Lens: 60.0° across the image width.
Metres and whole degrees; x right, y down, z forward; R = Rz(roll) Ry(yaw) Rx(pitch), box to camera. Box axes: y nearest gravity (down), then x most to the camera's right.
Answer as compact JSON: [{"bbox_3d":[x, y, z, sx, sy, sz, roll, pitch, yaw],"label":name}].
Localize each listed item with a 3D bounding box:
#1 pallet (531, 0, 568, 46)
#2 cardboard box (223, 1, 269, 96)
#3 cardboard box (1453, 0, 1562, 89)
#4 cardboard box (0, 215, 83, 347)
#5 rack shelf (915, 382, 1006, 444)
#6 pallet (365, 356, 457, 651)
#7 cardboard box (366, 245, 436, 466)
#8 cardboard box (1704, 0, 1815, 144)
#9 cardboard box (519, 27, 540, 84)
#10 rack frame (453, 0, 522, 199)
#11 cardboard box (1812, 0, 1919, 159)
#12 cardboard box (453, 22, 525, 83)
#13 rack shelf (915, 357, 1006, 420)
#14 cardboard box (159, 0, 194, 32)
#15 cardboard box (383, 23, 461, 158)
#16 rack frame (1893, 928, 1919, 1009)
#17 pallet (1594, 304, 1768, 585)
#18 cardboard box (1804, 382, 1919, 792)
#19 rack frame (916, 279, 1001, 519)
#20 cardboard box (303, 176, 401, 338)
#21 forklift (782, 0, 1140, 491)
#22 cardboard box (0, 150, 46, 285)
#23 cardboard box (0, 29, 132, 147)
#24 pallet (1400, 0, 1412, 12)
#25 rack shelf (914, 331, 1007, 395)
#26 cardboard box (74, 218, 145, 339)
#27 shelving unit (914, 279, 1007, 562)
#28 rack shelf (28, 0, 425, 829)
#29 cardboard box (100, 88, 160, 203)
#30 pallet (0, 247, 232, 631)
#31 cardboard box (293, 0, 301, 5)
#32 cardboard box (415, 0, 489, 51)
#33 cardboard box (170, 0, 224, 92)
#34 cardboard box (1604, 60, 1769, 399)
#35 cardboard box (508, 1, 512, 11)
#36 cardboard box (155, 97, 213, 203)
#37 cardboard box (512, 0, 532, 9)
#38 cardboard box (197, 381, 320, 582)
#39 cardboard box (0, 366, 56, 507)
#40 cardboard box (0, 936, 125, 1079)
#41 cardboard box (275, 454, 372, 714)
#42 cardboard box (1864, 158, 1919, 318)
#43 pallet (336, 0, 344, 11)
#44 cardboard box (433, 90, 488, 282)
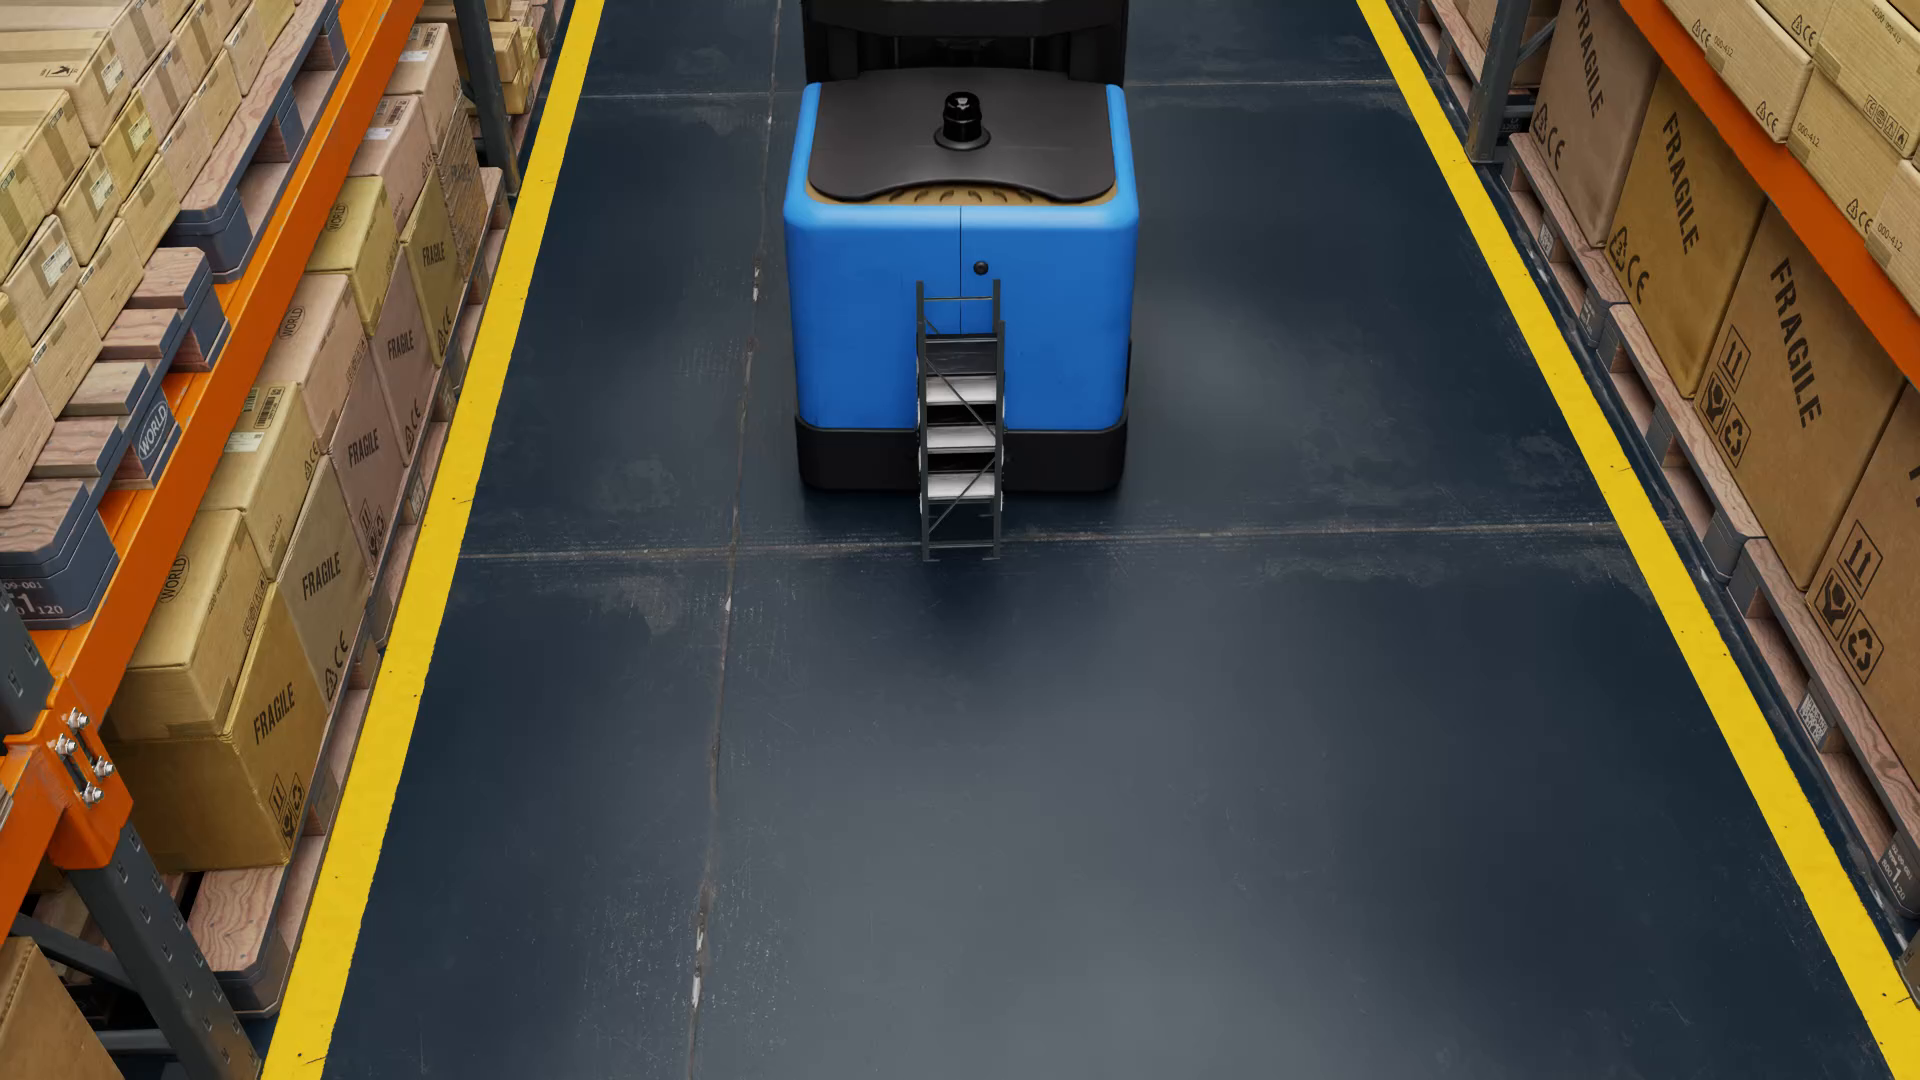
[{"bbox_3d":[-2.423,-2.770,8.116,1.003,0.211,1.213,-2,43,-2],"label":"pallet"},{"bbox_3d":[-2.020,-1.261,4.281,0.380,0.149,0.250,-3,43,-3],"label":"cardboard box"},{"bbox_3d":[2.718,-2.368,7.199,0.875,0.438,0.875,-2,43,-2],"label":"cardboard box"},{"bbox_3d":[-1.968,-0.507,3.238,0.380,0.149,0.250,0,43,0],"label":"cardboard box"},{"bbox_3d":[0.000,-0.379,4.914,0.258,0.077,0.200,-2,43,-2],"label":"rack shelf"},{"bbox_3d":[-2.215,-0.141,5.248,1.003,0.211,1.213,-2,43,-2],"label":"pallet"},{"bbox_3d":[-1.982,-0.569,5.190,0.500,0.500,0.500,-3,43,-3],"label":"cardboard box"},{"bbox_3d":[2.433,-1.337,4.600,0.500,0.250,0.500,-2,43,-2],"label":"cardboard box"},{"bbox_3d":[-2.010,-2.059,7.075,0.380,0.149,0.250,0,43,-1],"label":"cardboard box"},{"bbox_3d":[-2.304,-2.520,5.780,1.000,3.000,0.127,-2,43,-2],"label":"rack frame"},{"bbox_3d":[2.465,-1.170,4.048,0.500,0.250,0.500,-3,43,-3],"label":"cardboard box"},{"bbox_3d":[-2.000,-1.988,6.778,0.380,0.149,0.250,0,43,0],"label":"cardboard box"},{"bbox_3d":[0.000,-0.445,4.853,0.258,0.077,0.200,-2,43,-2],"label":"rack shelf"},{"bbox_3d":[-2.018,-1.306,3.890,0.380,0.149,0.250,0,43,0],"label":"cardboard box"},{"bbox_3d":[-2.020,-1.535,5.689,0.500,0.250,0.500,-3,43,-3],"label":"cardboard box"},{"bbox_3d":[2.807,-0.030,3.063,1.000,3.000,0.127,-2,43,-2],"label":"rack frame"},{"bbox_3d":[2.800,-0.358,5.485,1.003,0.211,1.213,-2,43,-2],"label":"pallet"},{"bbox_3d":[2.861,0.129,4.151,0.875,0.875,0.875,-2,43,-2],"label":"cardboard box"},{"bbox_3d":[-0.005,-0.406,5.027,0.240,0.900,0.006,-2,43,-2],"label":"rack frame"},{"bbox_3d":[-1.975,-0.831,4.921,0.500,0.250,0.500,-3,43,-4],"label":"cardboard box"},{"bbox_3d":[0.020,-2.209,5.491,1.130,2.935,3.031,0,43,1],"label":"forklift"},{"bbox_3d":[-1.975,-0.600,3.120,0.380,0.149,0.250,-3,43,-3],"label":"cardboard box"},{"bbox_3d":[-1.991,-0.945,3.496,0.380,0.149,0.250,-3,43,-4],"label":"cardboard box"},{"bbox_3d":[2.628,-3.044,8.415,1.003,0.211,1.213,-2,43,-2],"label":"pallet"},{"bbox_3d":[0.000,-0.512,4.792,0.258,0.077,0.200,-2,43,-2],"label":"rack shelf"},{"bbox_3d":[-1.975,-0.553,3.509,0.380,0.149,0.250,0,43,0],"label":"cardboard box"},{"bbox_3d":[0.000,-0.337,4.952,0.258,0.900,0.210,-2,43,-2],"label":"shelving unit"},{"bbox_3d":[-2.219,-0.905,4.550,1.077,0.370,4.000,-2,43,-2],"label":"rack shelf"},{"bbox_3d":[-1.994,-0.857,3.620,0.380,0.149,0.250,-1,43,-2],"label":"cardboard box"},{"bbox_3d":[-2.271,-0.227,3.420,1.213,0.211,1.003,-2,43,-2],"label":"pallet"},{"bbox_3d":[-2.041,-1.620,4.672,0.380,0.149,0.250,-3,43,-4],"label":"cardboard box"},{"bbox_3d":[-2.112,-2.082,6.660,0.380,0.149,0.250,0,43,0],"label":"cardboard box"},{"bbox_3d":[-2.010,-1.193,3.987,0.380,0.149,0.250,-2,43,-2],"label":"cardboard box"},{"bbox_3d":[2.789,-1.076,5.466,0.875,0.875,0.875,-1,43,-1],"label":"cardboard box"},{"bbox_3d":[-2.147,-2.320,7.140,0.380,0.149,0.250,-2,43,-2],"label":"cardboard box"},{"bbox_3d":[-2.002,-0.915,3.904,0.380,0.149,0.250,0,43,0],"label":"cardboard box"},{"bbox_3d":[-2.133,-2.395,7.442,0.380,0.149,0.250,-2,43,-3],"label":"cardboard box"},{"bbox_3d":[-1.943,-0.145,4.172,0.500,0.250,0.500,-2,43,-2],"label":"cardboard box"},{"bbox_3d":[-1.952,-0.190,3.113,0.380,0.149,0.250,-2,43,-2],"label":"cardboard box"},{"bbox_3d":[-2.198,1.268,3.001,1.050,0.750,0.750,-2,43,-2],"label":"cardboard box"},{"bbox_3d":[-1.934,0.122,4.436,0.500,0.500,0.500,-1,43,-1],"label":"cardboard box"},{"bbox_3d":[2.489,-0.653,3.854,0.500,0.250,0.500,-1,43,-1],"label":"cardboard box"},{"bbox_3d":[-2.417,-1.930,5.277,1.003,0.211,1.213,-2,43,-2],"label":"pallet"},{"bbox_3d":[-2.021,-1.261,5.945,0.500,0.500,0.500,-2,43,-3],"label":"cardboard box"}]
